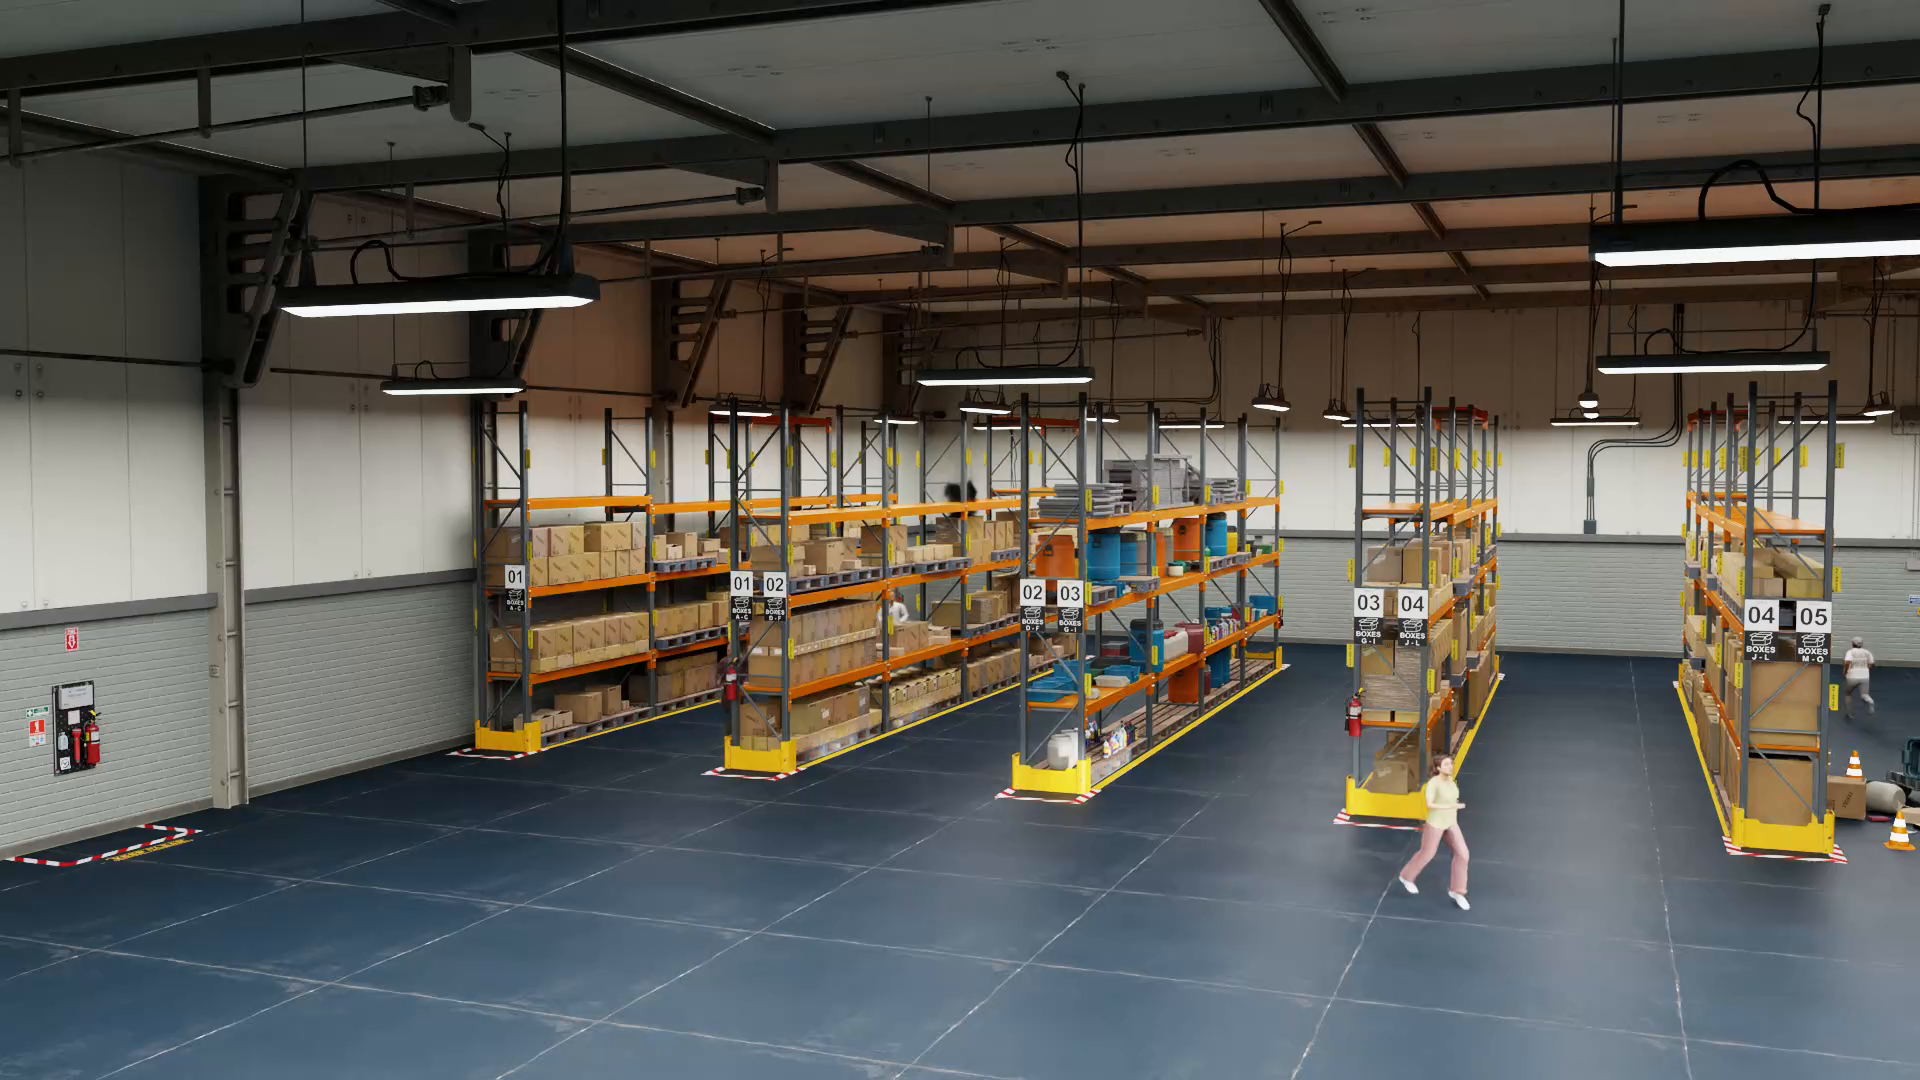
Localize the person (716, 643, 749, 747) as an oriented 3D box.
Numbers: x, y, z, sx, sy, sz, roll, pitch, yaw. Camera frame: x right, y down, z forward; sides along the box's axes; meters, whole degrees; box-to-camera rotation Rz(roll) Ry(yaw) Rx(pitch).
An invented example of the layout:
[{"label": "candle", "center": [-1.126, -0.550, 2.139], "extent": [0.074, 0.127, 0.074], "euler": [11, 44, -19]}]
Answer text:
[{"label": "person", "center": [-3.966, 2.698, 29.328], "extent": [0.719, 1.781, 0.995], "euler": [1, 3, 20]}]

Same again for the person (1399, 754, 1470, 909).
[{"label": "person", "center": [5.393, 3.253, 18.809], "extent": [0.584, 1.714, 0.882], "euler": [-2, 3, -31]}]

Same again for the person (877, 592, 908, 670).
[{"label": "person", "center": [-1.567, 2.072, 37.684], "extent": [0.698, 1.794, 0.633], "euler": [1, 3, 12]}]

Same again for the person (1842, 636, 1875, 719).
[{"label": "person", "center": [17.121, 2.677, 31.702], "extent": [0.587, 1.642, 0.973], "euler": [0, 3, 10]}]
